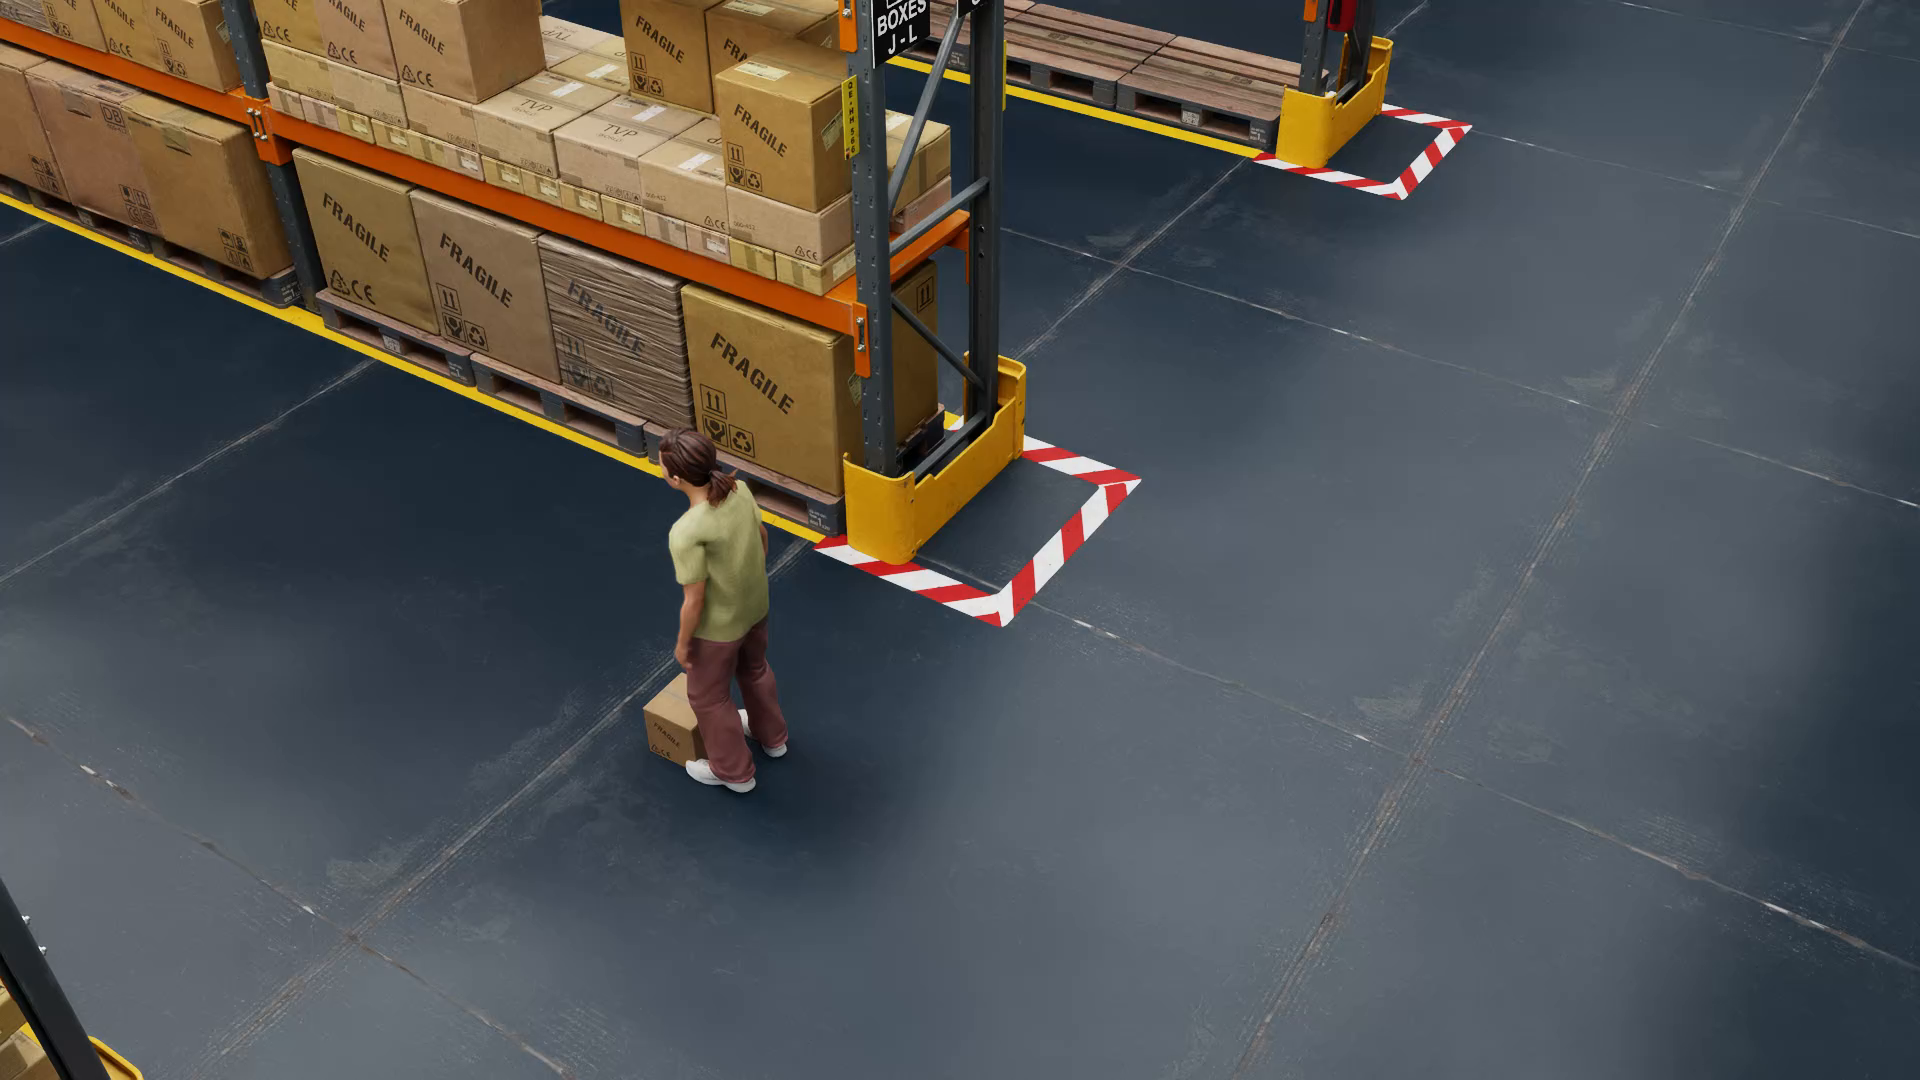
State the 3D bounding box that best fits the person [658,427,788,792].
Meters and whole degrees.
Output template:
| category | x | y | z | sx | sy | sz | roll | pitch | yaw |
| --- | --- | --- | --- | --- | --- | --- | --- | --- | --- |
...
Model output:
| category | x | y | z | sx | sy | sz | roll | pitch | yaw |
| --- | --- | --- | --- | --- | --- | --- | --- | --- | --- |
| person | -0.911 | 0.279 | 6.330 | 0.353 | 1.673 | 0.519 | 20 | 43 | 23 |
